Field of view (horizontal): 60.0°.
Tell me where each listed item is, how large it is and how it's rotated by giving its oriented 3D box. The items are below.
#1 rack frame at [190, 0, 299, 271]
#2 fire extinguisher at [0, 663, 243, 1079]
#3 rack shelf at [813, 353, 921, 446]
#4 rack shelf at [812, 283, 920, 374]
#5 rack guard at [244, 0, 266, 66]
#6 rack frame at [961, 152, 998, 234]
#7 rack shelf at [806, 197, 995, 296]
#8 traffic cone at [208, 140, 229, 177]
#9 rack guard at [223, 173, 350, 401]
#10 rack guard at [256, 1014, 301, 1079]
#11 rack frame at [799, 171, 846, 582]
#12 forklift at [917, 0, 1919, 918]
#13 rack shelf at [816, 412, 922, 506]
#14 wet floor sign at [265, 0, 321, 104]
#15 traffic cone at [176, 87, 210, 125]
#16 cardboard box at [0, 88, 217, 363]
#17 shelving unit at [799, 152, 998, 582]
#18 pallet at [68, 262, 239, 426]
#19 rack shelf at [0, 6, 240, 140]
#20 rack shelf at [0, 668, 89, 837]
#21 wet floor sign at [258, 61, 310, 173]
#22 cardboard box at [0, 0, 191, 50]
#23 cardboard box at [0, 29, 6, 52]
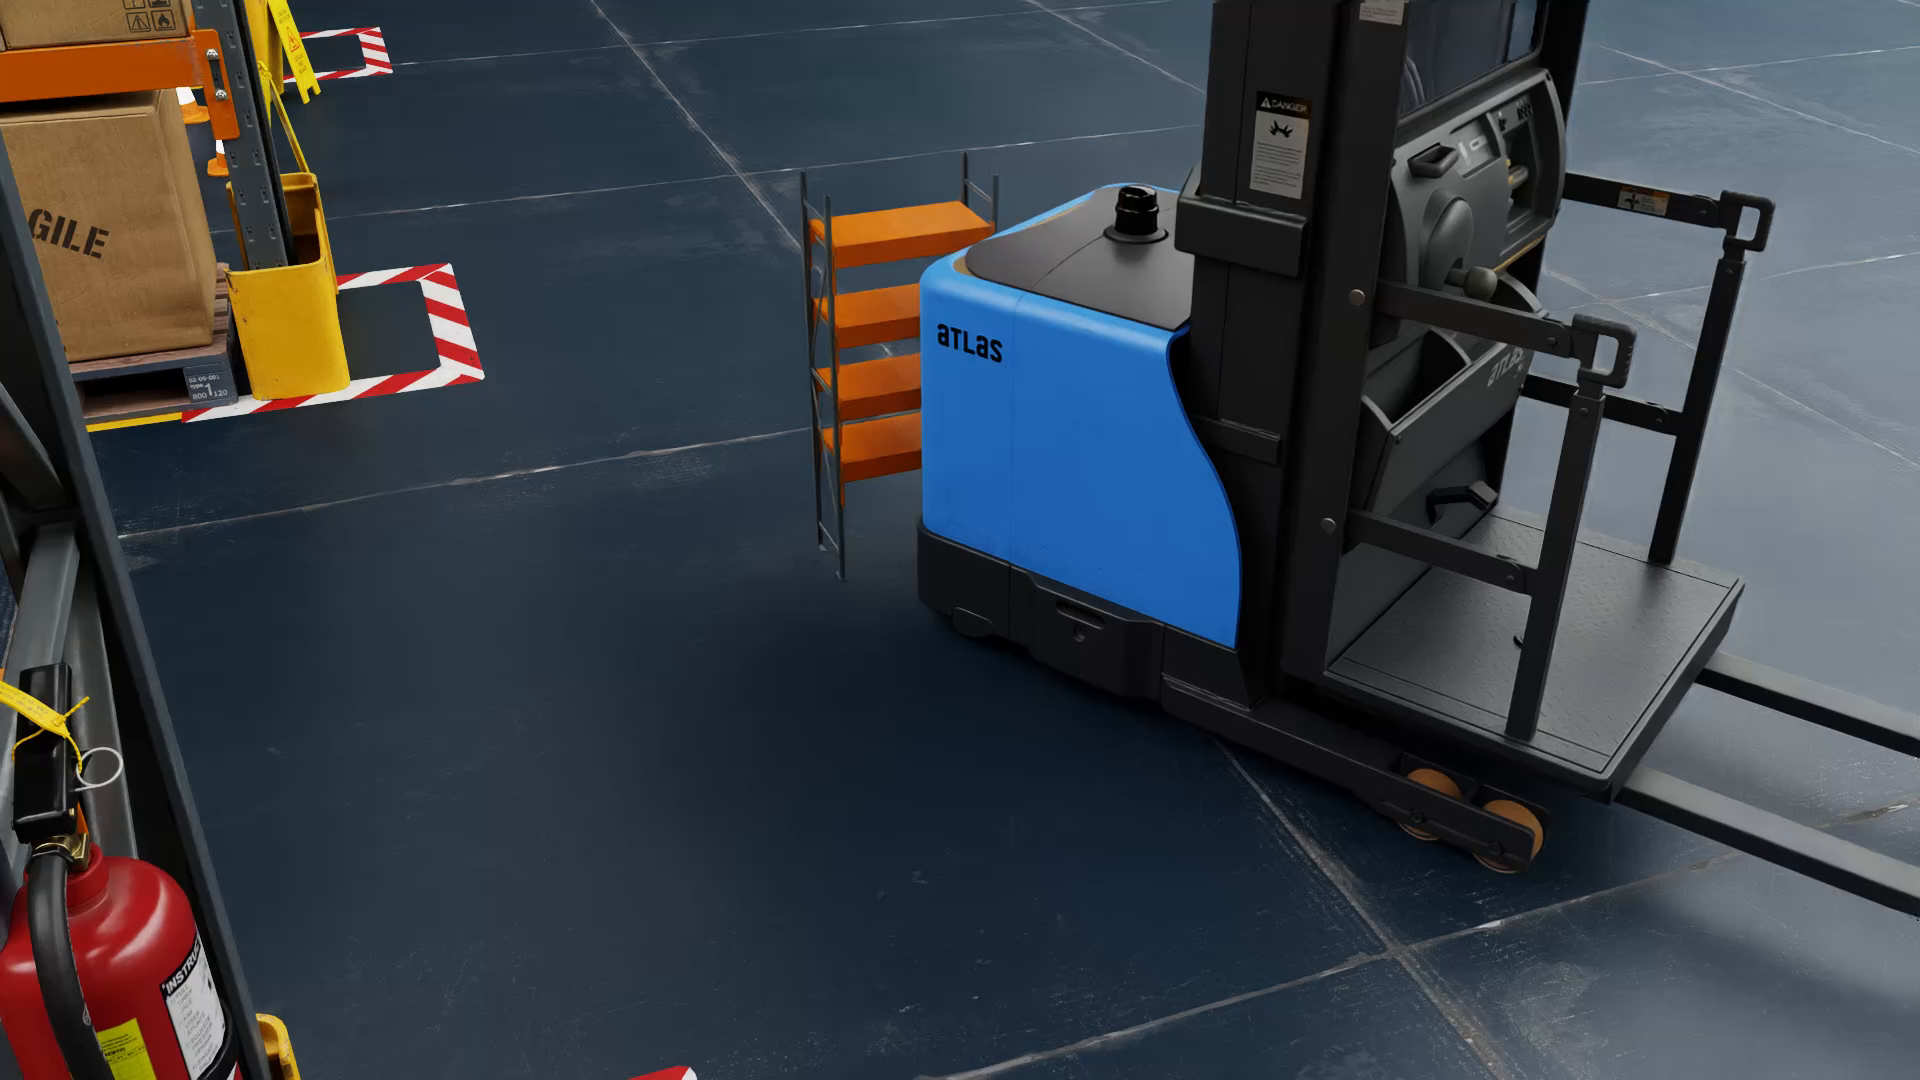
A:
[{"bbox_3d":[-2.673,-2.104,5.913,0.127,3.000,1.000,-10,31,-18],"label":"rack frame"},{"bbox_3d":[-0.771,0.442,1.522,0.183,0.674,0.296,-10,31,-18],"label":"fire extinguisher"},{"bbox_3d":[-0.171,-0.438,4.942,0.480,0.148,0.258,-11,32,-19],"label":"rack shelf"},{"bbox_3d":[-0.171,-0.632,4.831,0.480,0.148,0.258,-11,32,-19],"label":"rack shelf"},{"bbox_3d":[-4.565,-3.284,10.509,0.348,0.500,1.175,-10,31,-18],"label":"rack guard"},{"bbox_3d":[0.055,-0.541,4.988,0.015,1.200,0.240,-11,32,-19],"label":"rack frame"},{"bbox_3d":[-0.171,-0.838,4.714,0.480,0.148,0.258,-11,32,-19],"label":"rack shelf"},{"bbox_3d":[-3.742,-2.152,8.560,0.334,0.463,0.336,-10,31,-18],"label":"traffic cone"},{"bbox_3d":[-2.651,-1.022,6.539,0.348,0.500,1.175,-10,31,-18],"label":"rack guard"},{"bbox_3d":[-1.110,1.314,2.439,0.348,0.500,1.175,-10,31,-18],"label":"rack guard"},{"bbox_3d":[-0.398,-0.451,4.829,0.015,1.200,0.240,-11,32,-19],"label":"rack frame"},{"bbox_3d":[1.354,-0.795,3.684,3.031,2.935,1.130,21,36,32],"label":"forklift"},{"bbox_3d":[-0.171,-0.265,5.040,0.480,0.148,0.258,-11,32,-19],"label":"rack shelf"},{"bbox_3d":[-3.943,-2.897,9.682,0.232,0.644,0.267,0,30,0],"label":"wet floor sign"},{"bbox_3d":[-4.447,-2.608,9.360,0.334,0.463,0.336,-10,31,-18],"label":"traffic cone"},{"bbox_3d":[-3.286,-1.216,6.076,0.875,0.875,0.875,-10,31,-17],"label":"cardboard box"},{"bbox_3d":[-0.171,-0.496,4.909,0.503,1.200,0.258,-11,32,-19],"label":"shelving unit"},{"bbox_3d":[-3.396,-0.718,6.297,1.213,0.211,1.003,-10,31,-18],"label":"pallet"},{"bbox_3d":[-4.548,-1.446,5.485,4.000,0.370,1.077,-10,31,-18],"label":"rack shelf"},{"bbox_3d":[-2.913,0.872,1.415,4.000,0.370,1.077,-10,31,-18],"label":"rack shelf"},{"bbox_3d":[-3.337,-2.005,8.117,0.232,0.644,0.267,-16,33,-26],"label":"wet floor sign"},{"bbox_3d":[-3.005,-2.084,5.726,0.550,0.550,0.875,-10,31,-18],"label":"cardboard box"},{"bbox_3d":[-3.513,-1.979,5.542,0.550,0.550,0.875,-10,31,-18],"label":"cardboard box"}]
